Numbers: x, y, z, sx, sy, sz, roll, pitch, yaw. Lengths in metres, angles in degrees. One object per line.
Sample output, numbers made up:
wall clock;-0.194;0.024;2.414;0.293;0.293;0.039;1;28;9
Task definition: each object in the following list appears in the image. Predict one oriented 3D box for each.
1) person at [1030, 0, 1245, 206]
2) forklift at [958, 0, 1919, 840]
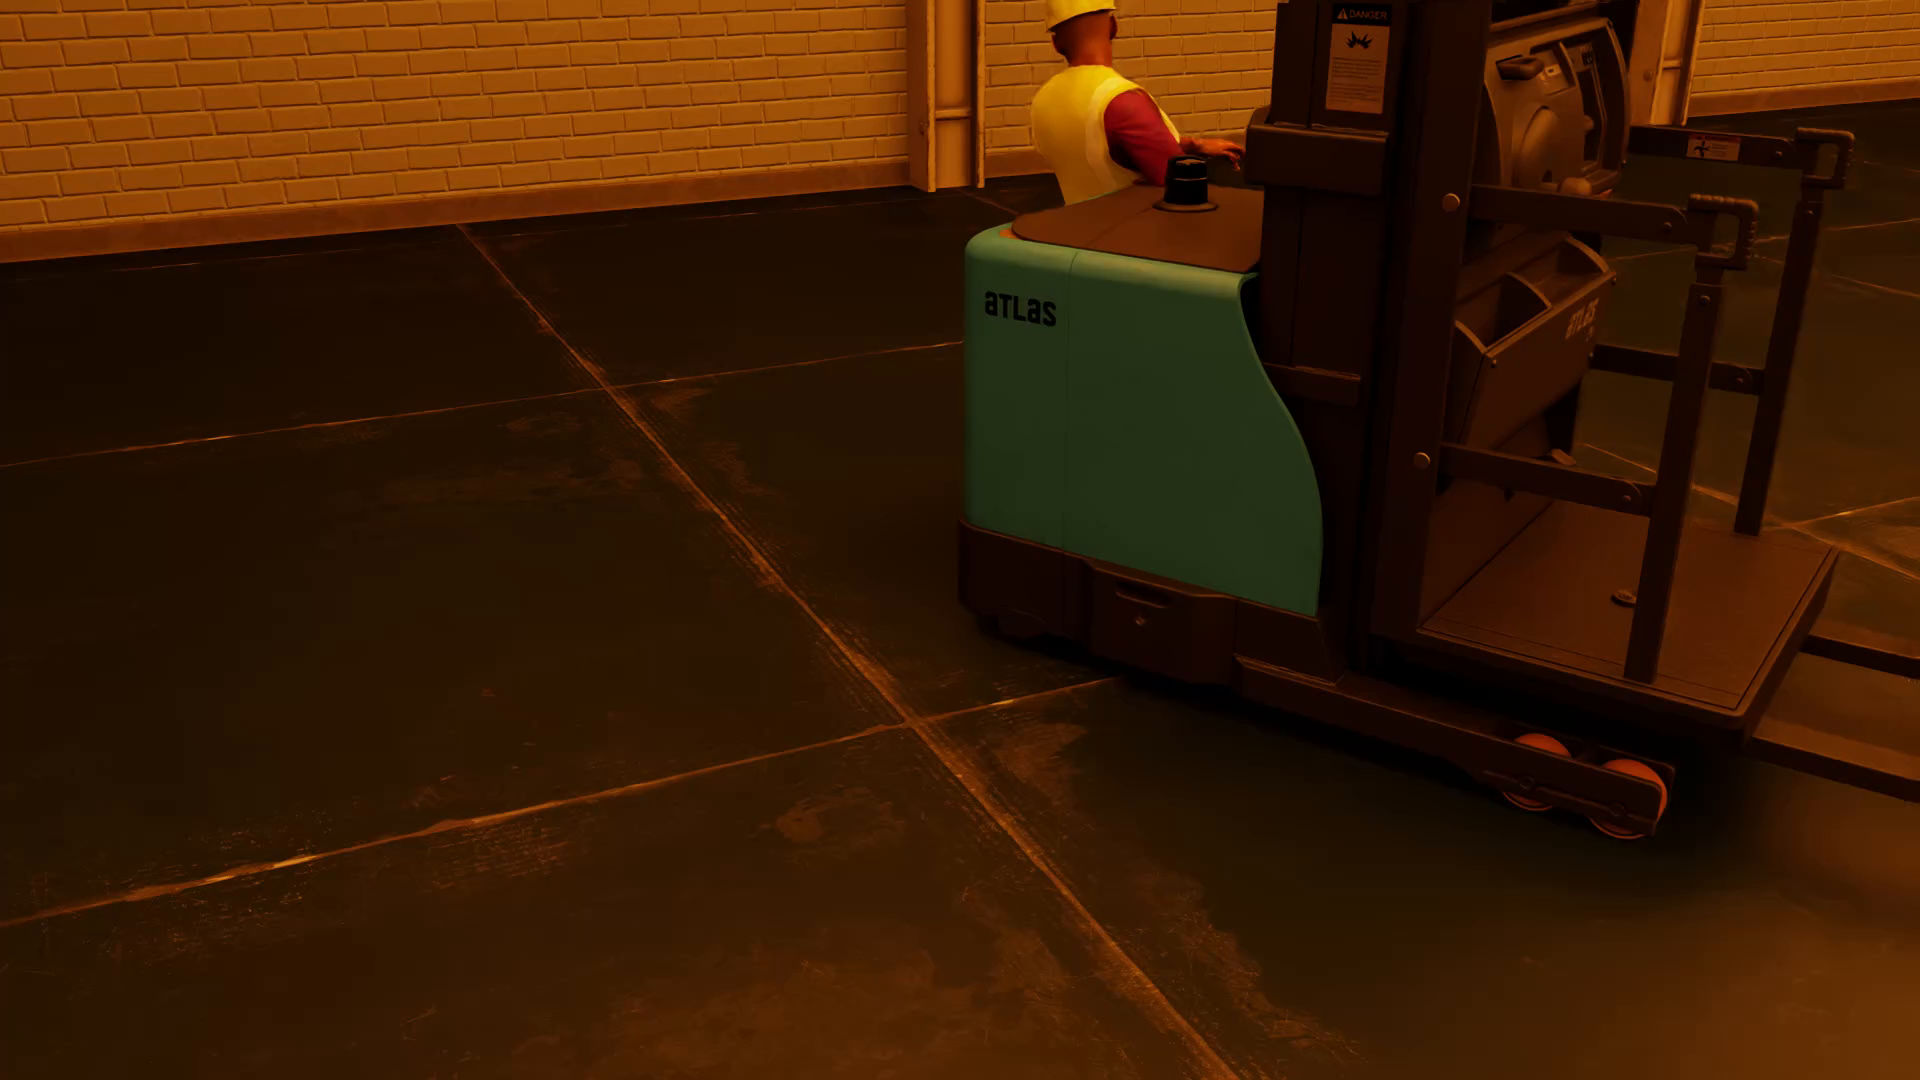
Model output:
person;0.583;-0.826;4.976;0.877;1.658;0.800;-20;30;-40
forklift;1.489;-0.944;3.560;3.031;2.935;1.130;15;27;33
